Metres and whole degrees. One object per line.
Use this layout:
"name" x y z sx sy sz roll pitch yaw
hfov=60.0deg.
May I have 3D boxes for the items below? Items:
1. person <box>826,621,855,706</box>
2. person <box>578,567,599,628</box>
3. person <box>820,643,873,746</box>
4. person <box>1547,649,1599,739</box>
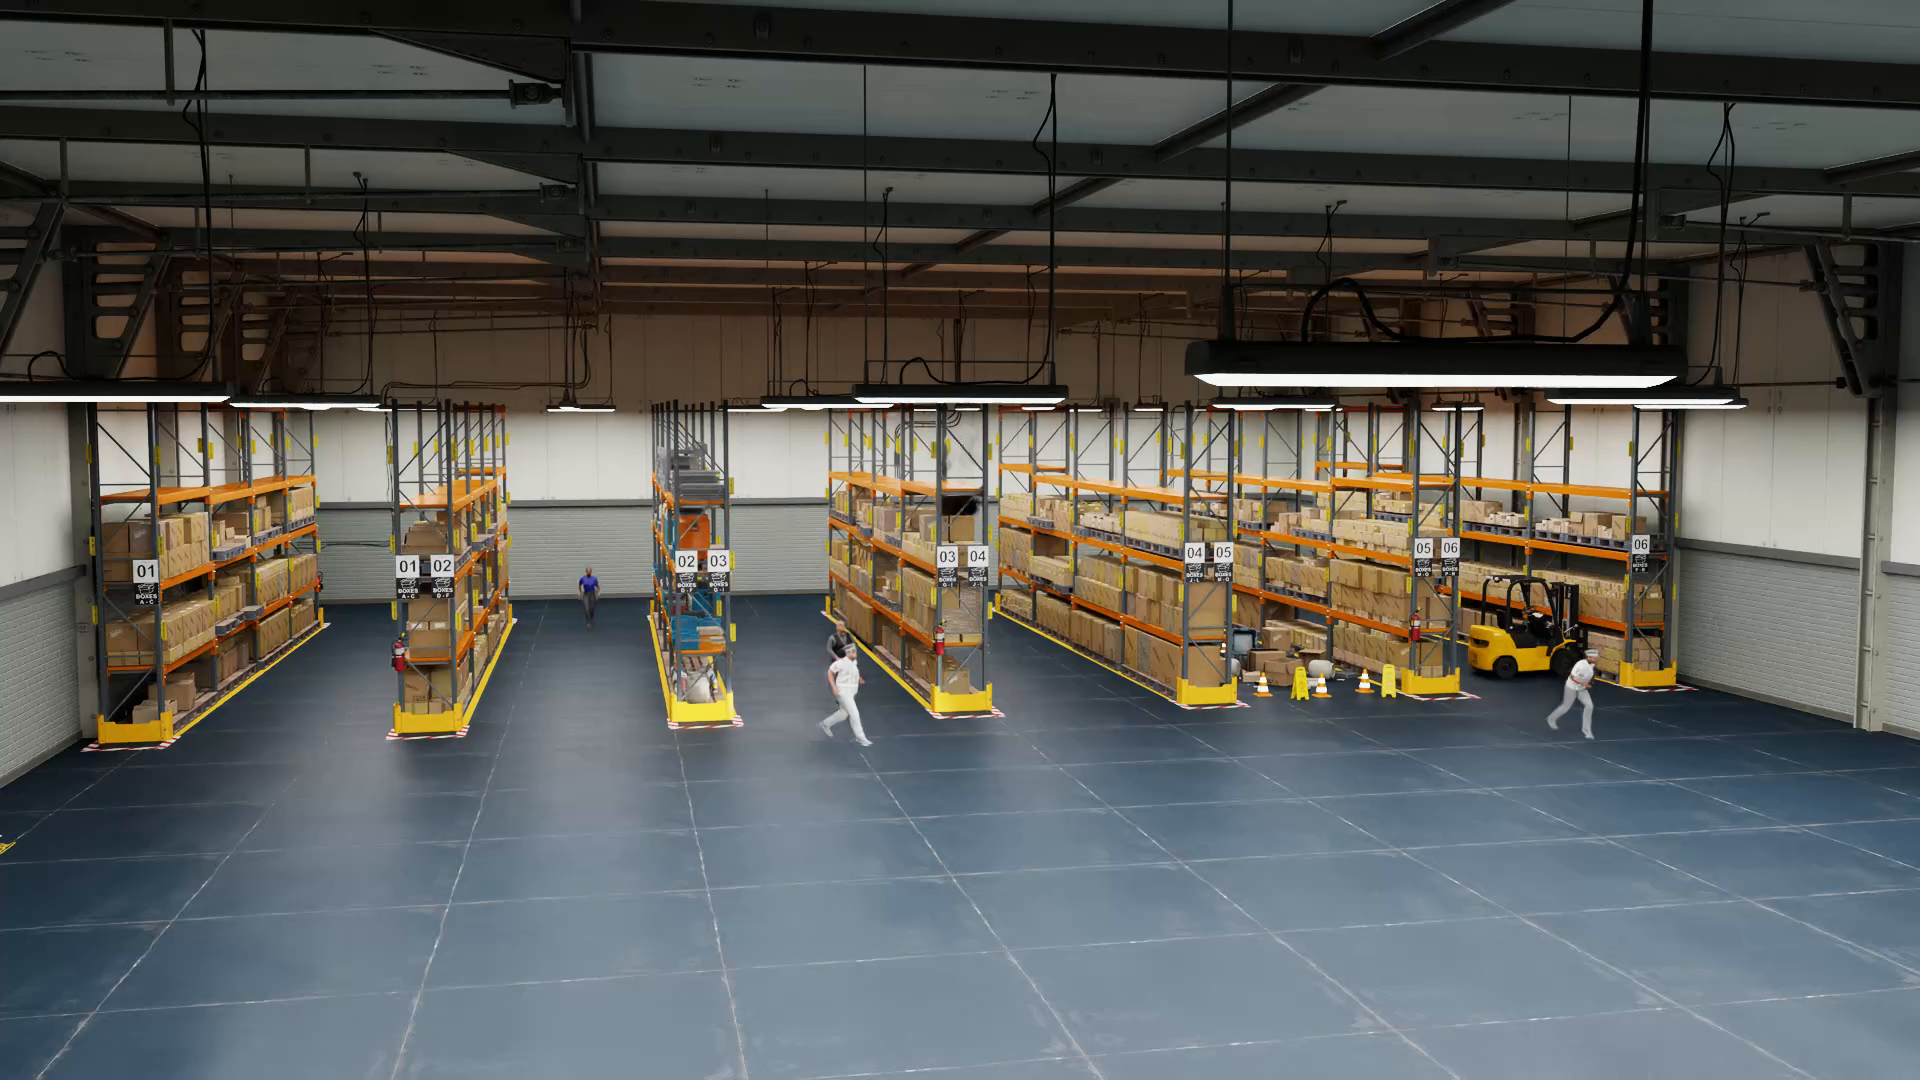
"person" -2.331 2.420 32.776 0.674 1.688 0.653 -2 5 -29
"person" -10.034 1.540 44.970 0.560 1.631 0.755 -1 4 -15
"person" -1.999 2.665 28.915 1.033 1.791 0.686 2 5 23
"person" 10.977 2.717 29.763 0.617 1.625 0.987 -3 5 -38
